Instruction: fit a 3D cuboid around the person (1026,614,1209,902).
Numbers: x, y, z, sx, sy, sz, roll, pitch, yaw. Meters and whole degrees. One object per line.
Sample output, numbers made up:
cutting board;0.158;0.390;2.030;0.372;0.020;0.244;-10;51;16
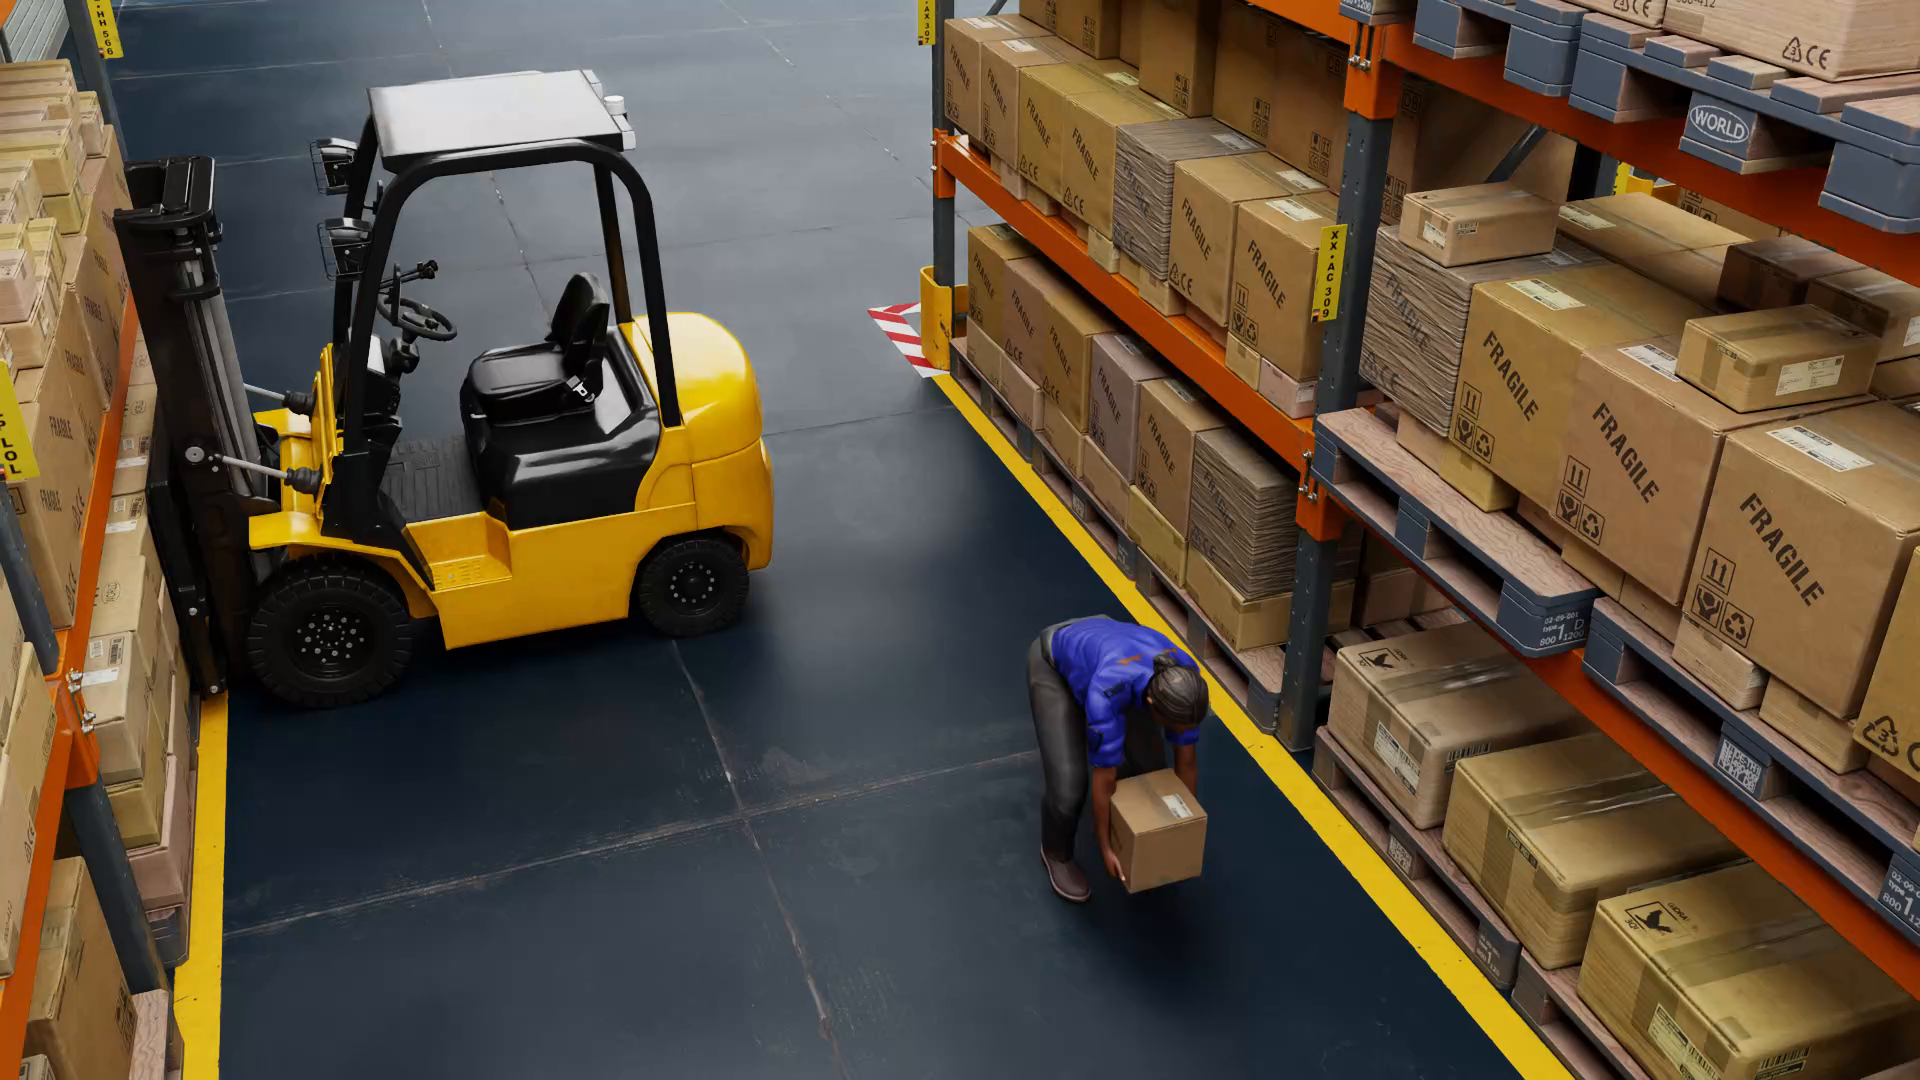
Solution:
person;0.518;0.720;5.425;0.439;1.125;0.846;-12;32;-20
